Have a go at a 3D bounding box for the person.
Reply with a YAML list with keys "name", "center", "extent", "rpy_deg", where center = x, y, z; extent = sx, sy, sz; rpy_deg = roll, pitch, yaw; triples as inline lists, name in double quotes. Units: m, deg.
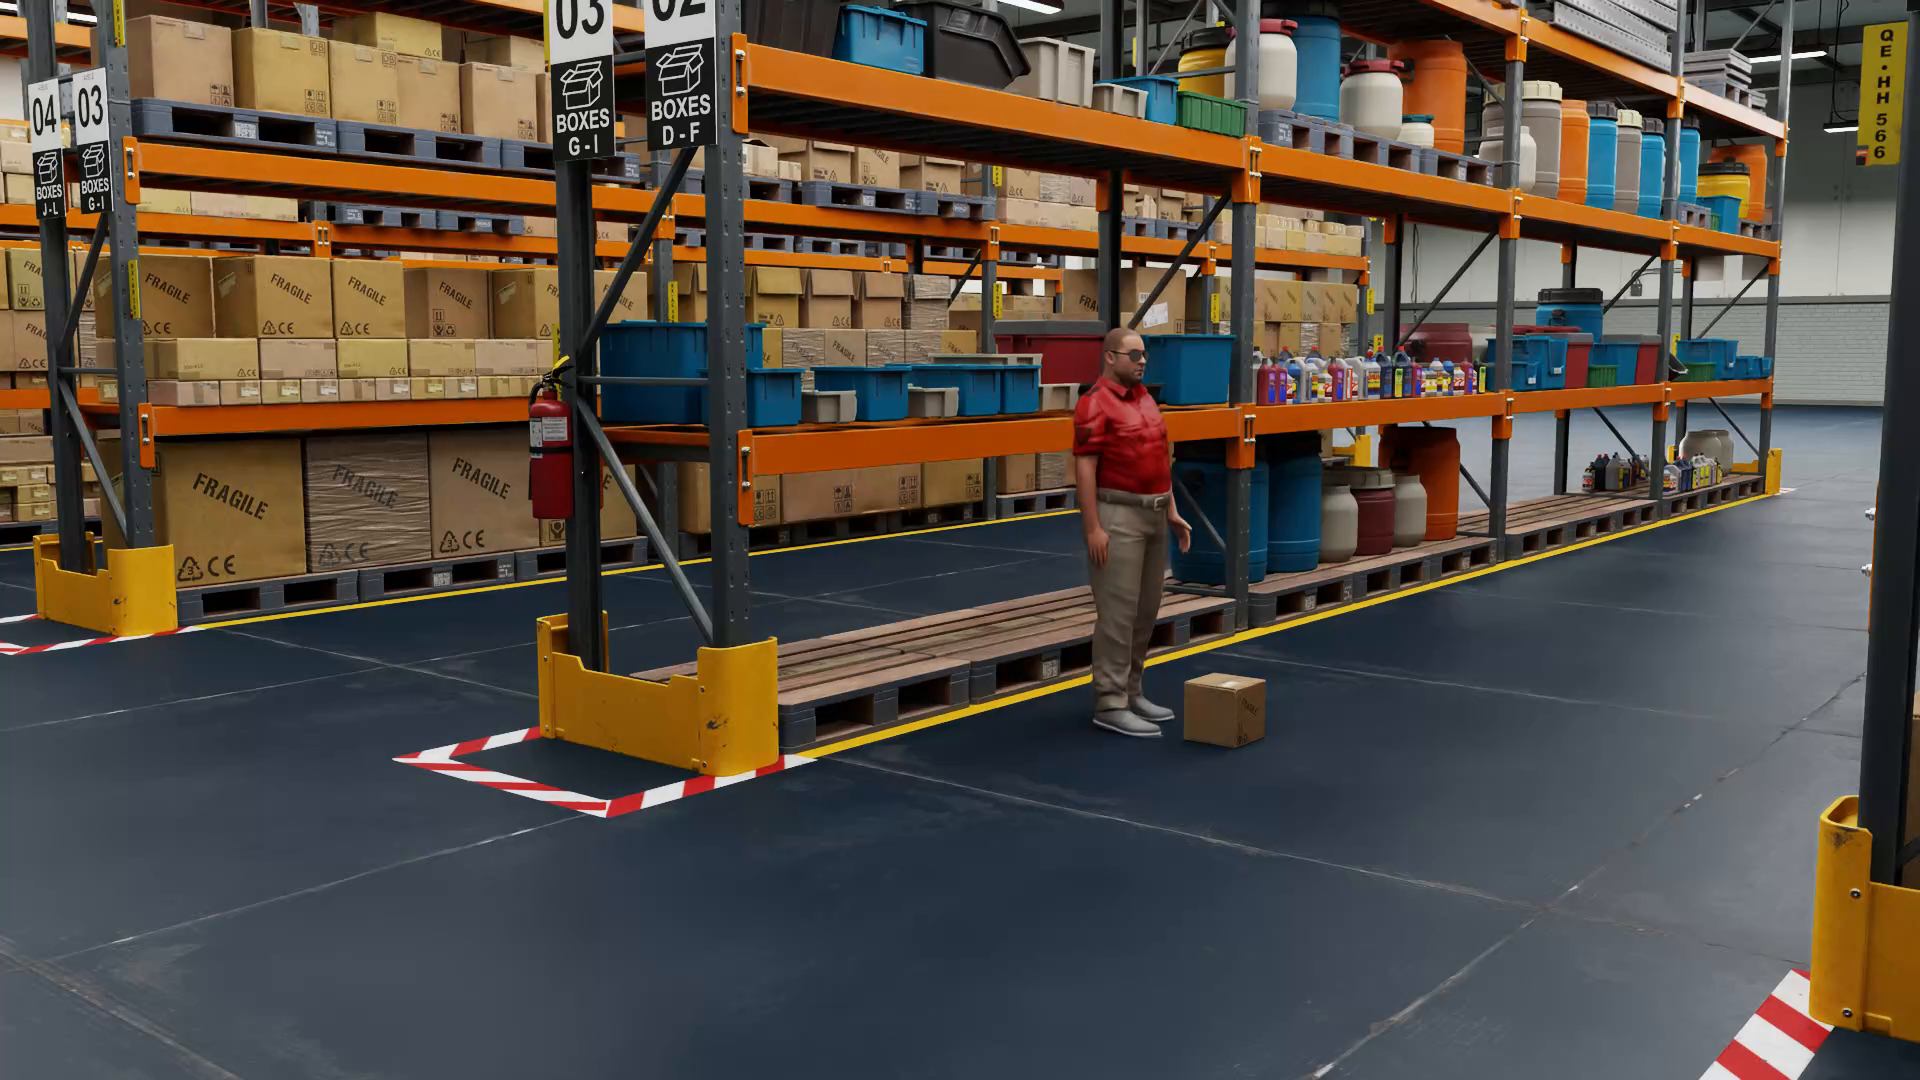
- name: "person"
  center: [0.773, -0.045, 7.214]
  extent: [0.434, 1.740, 0.558]
  rpy_deg: [5, 9, 39]
